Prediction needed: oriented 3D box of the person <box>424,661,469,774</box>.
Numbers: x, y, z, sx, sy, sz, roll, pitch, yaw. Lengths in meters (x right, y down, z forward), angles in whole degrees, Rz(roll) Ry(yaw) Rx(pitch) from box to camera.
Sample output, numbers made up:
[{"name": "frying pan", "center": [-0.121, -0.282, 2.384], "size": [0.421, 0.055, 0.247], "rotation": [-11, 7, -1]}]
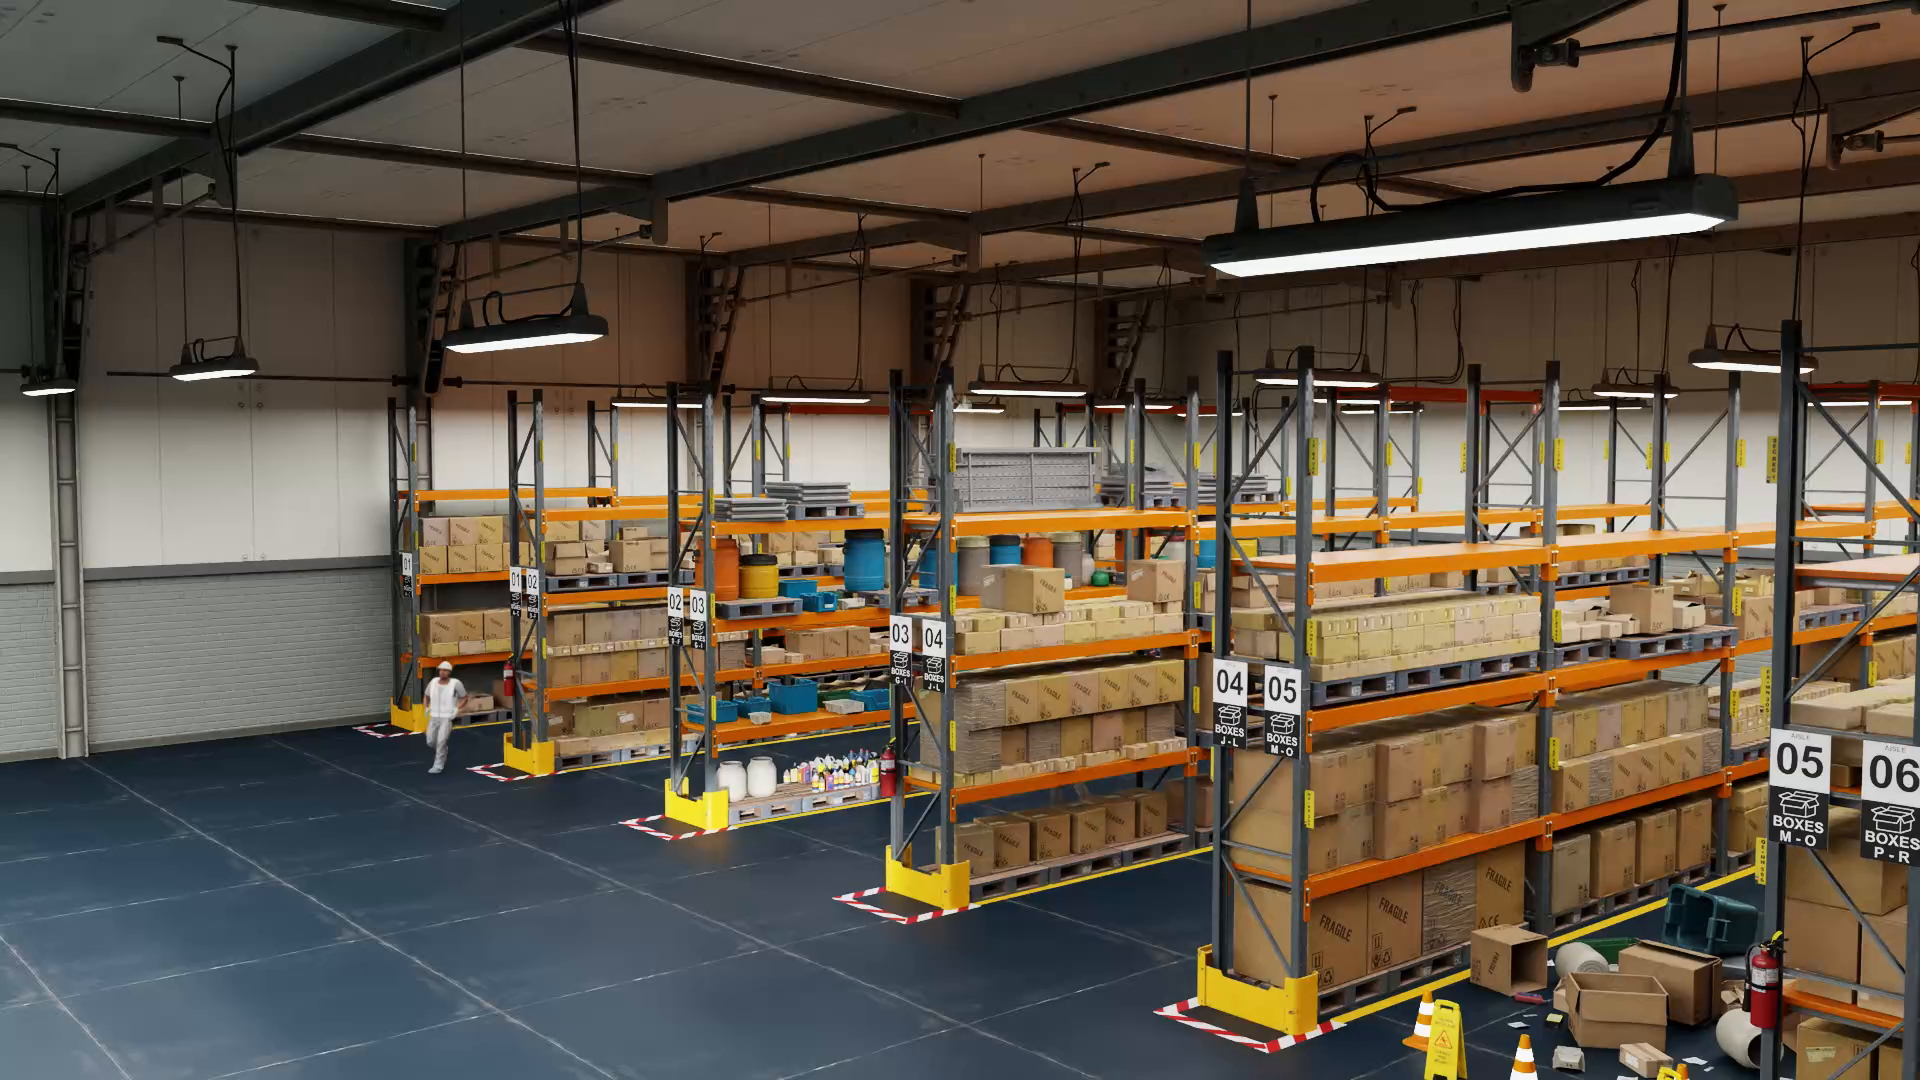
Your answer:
[{"name": "person", "center": [-8.085, 2.772, 26.138], "size": [0.711, 1.753, 0.664], "rotation": [0, 3, 6]}]

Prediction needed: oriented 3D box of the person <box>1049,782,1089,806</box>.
[{"name": "person", "center": [1.482, 2.971, 22.486], "size": [0.678, 1.831, 0.770], "rotation": [3, 4, 39]}]

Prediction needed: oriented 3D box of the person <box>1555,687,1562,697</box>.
[{"name": "person", "center": [8.619, 3.010, 24.024], "size": [0.763, 1.532, 0.497], "rotation": [-3, 4, -39]}]
